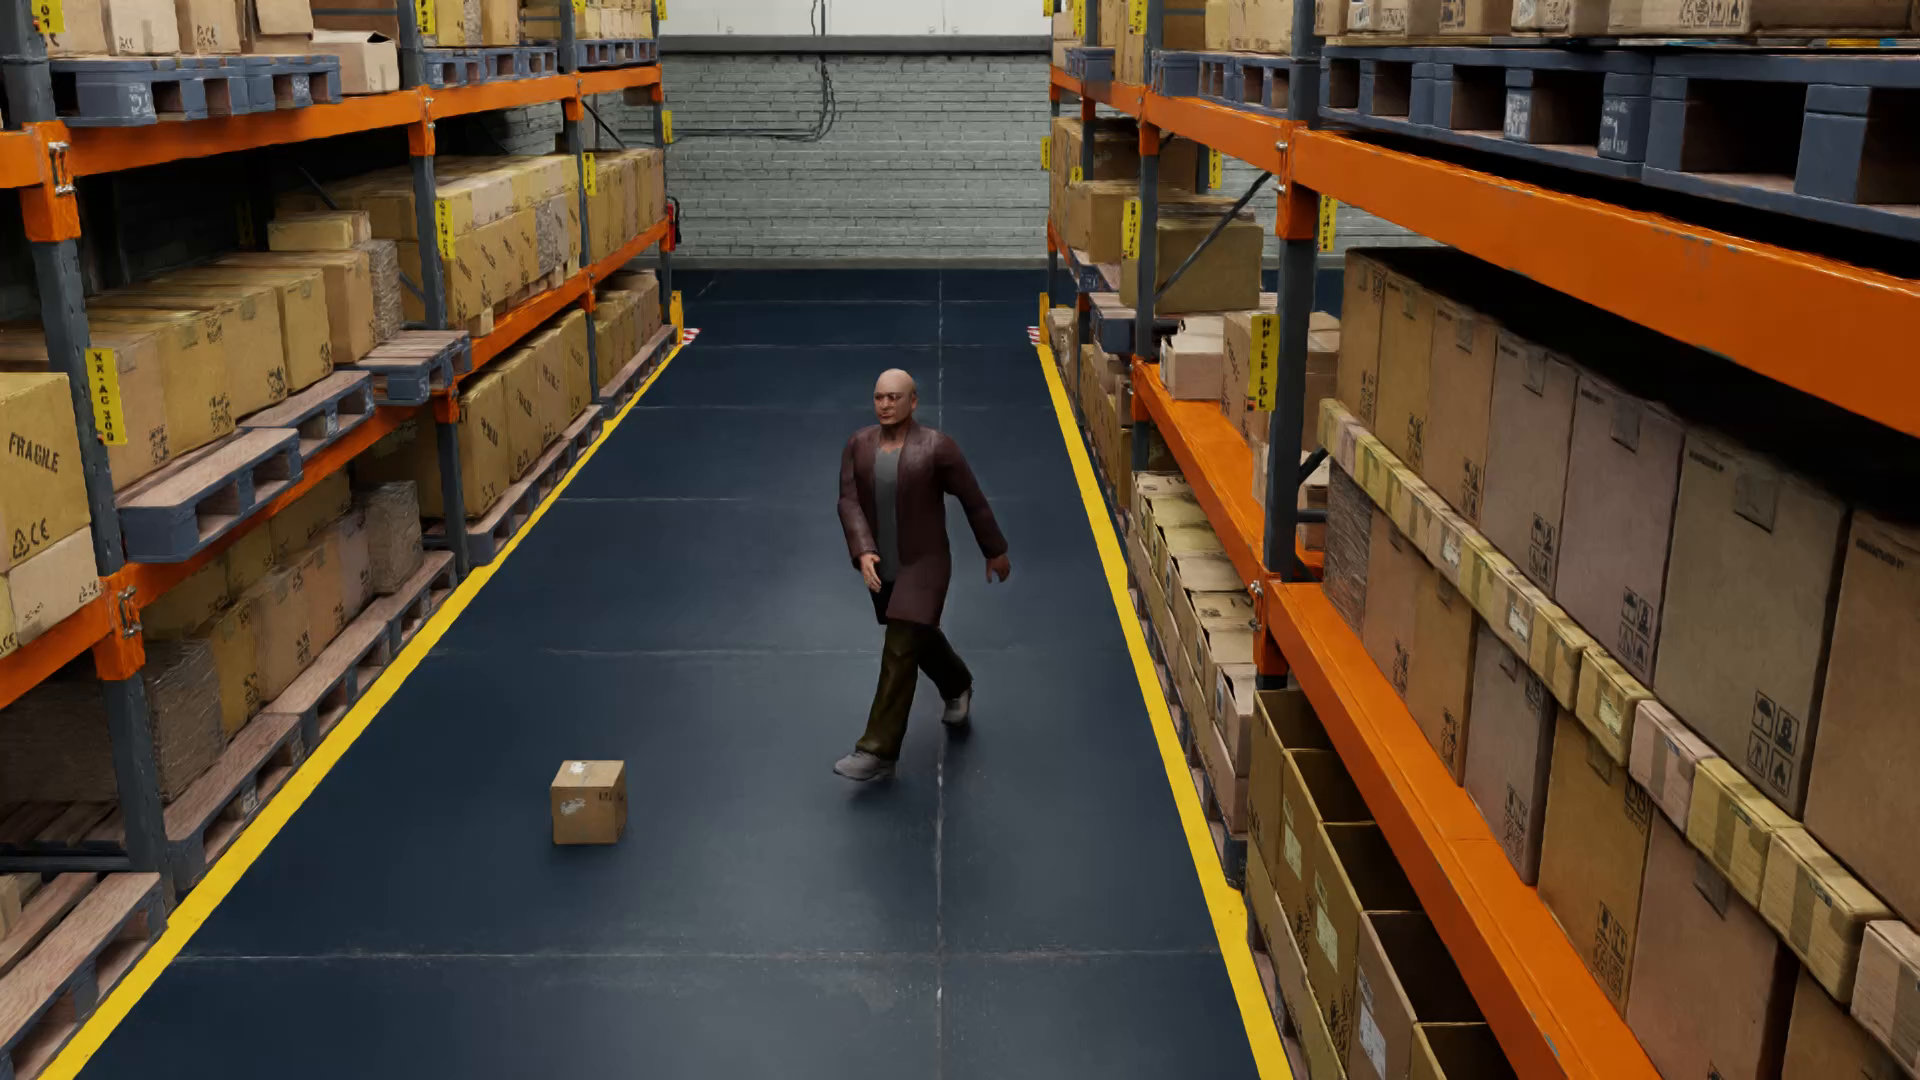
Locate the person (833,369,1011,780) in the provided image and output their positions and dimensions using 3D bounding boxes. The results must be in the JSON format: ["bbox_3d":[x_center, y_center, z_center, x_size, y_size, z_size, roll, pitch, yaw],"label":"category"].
[{"bbox_3d":[-0.209,0.120,7.196,0.657,1.725,1.131,9,19,28],"label":"person"}]
